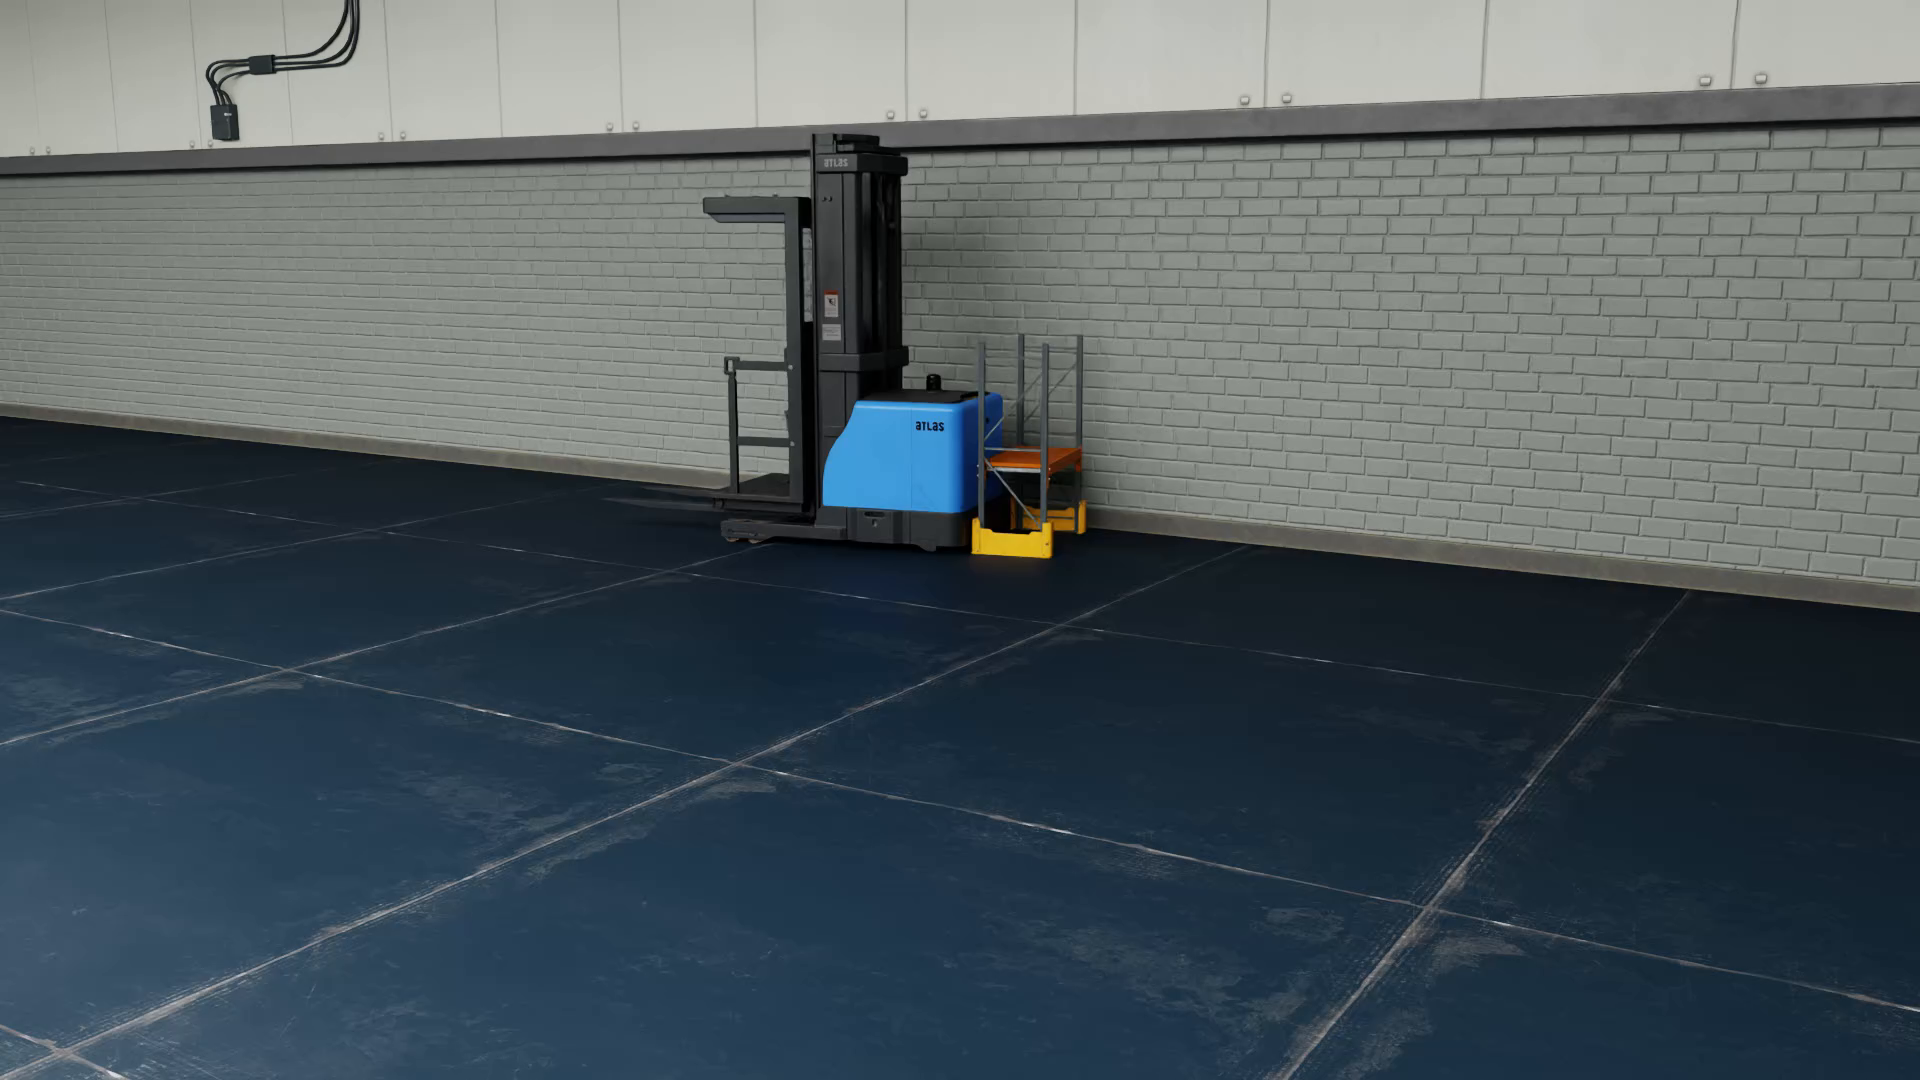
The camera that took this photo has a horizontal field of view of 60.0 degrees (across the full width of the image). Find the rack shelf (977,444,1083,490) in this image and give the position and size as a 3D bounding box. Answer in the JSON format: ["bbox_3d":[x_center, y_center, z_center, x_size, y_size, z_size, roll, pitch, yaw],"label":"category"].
[{"bbox_3d":[0.525,-0.543,12.171,0.538,0.185,1.000,3,11,17],"label":"rack shelf"}]

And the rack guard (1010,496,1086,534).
[{"bbox_3d":[0.673,-0.191,12.711,0.587,0.250,0.087,3,11,17],"label":"rack guard"}]

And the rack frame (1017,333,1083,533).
[{"bbox_3d":[0.679,-0.809,12.614,0.500,1.500,0.032,3,11,17],"label":"rack frame"}]

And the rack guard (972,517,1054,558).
[{"bbox_3d":[0.372,-0.016,11.777,0.587,0.250,0.087,3,11,17],"label":"rack guard"}]

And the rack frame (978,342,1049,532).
[{"bbox_3d":[0.371,-0.631,11.661,0.500,1.500,0.032,3,11,17],"label":"rack frame"}]

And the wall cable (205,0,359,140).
[{"bbox_3d":[-6.867,-7.063,16.398,2.305,6.003,0.169,6,12,31],"label":"wall cable"}]

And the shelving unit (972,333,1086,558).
[{"bbox_3d":[0.522,-0.718,12.129,0.587,1.500,1.083,3,11,17],"label":"shelving unit"}]

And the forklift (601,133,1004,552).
[{"bbox_3d":[-1.239,-1.501,12.421,3.031,2.935,1.130,4,11,20],"label":"forklift"}]
